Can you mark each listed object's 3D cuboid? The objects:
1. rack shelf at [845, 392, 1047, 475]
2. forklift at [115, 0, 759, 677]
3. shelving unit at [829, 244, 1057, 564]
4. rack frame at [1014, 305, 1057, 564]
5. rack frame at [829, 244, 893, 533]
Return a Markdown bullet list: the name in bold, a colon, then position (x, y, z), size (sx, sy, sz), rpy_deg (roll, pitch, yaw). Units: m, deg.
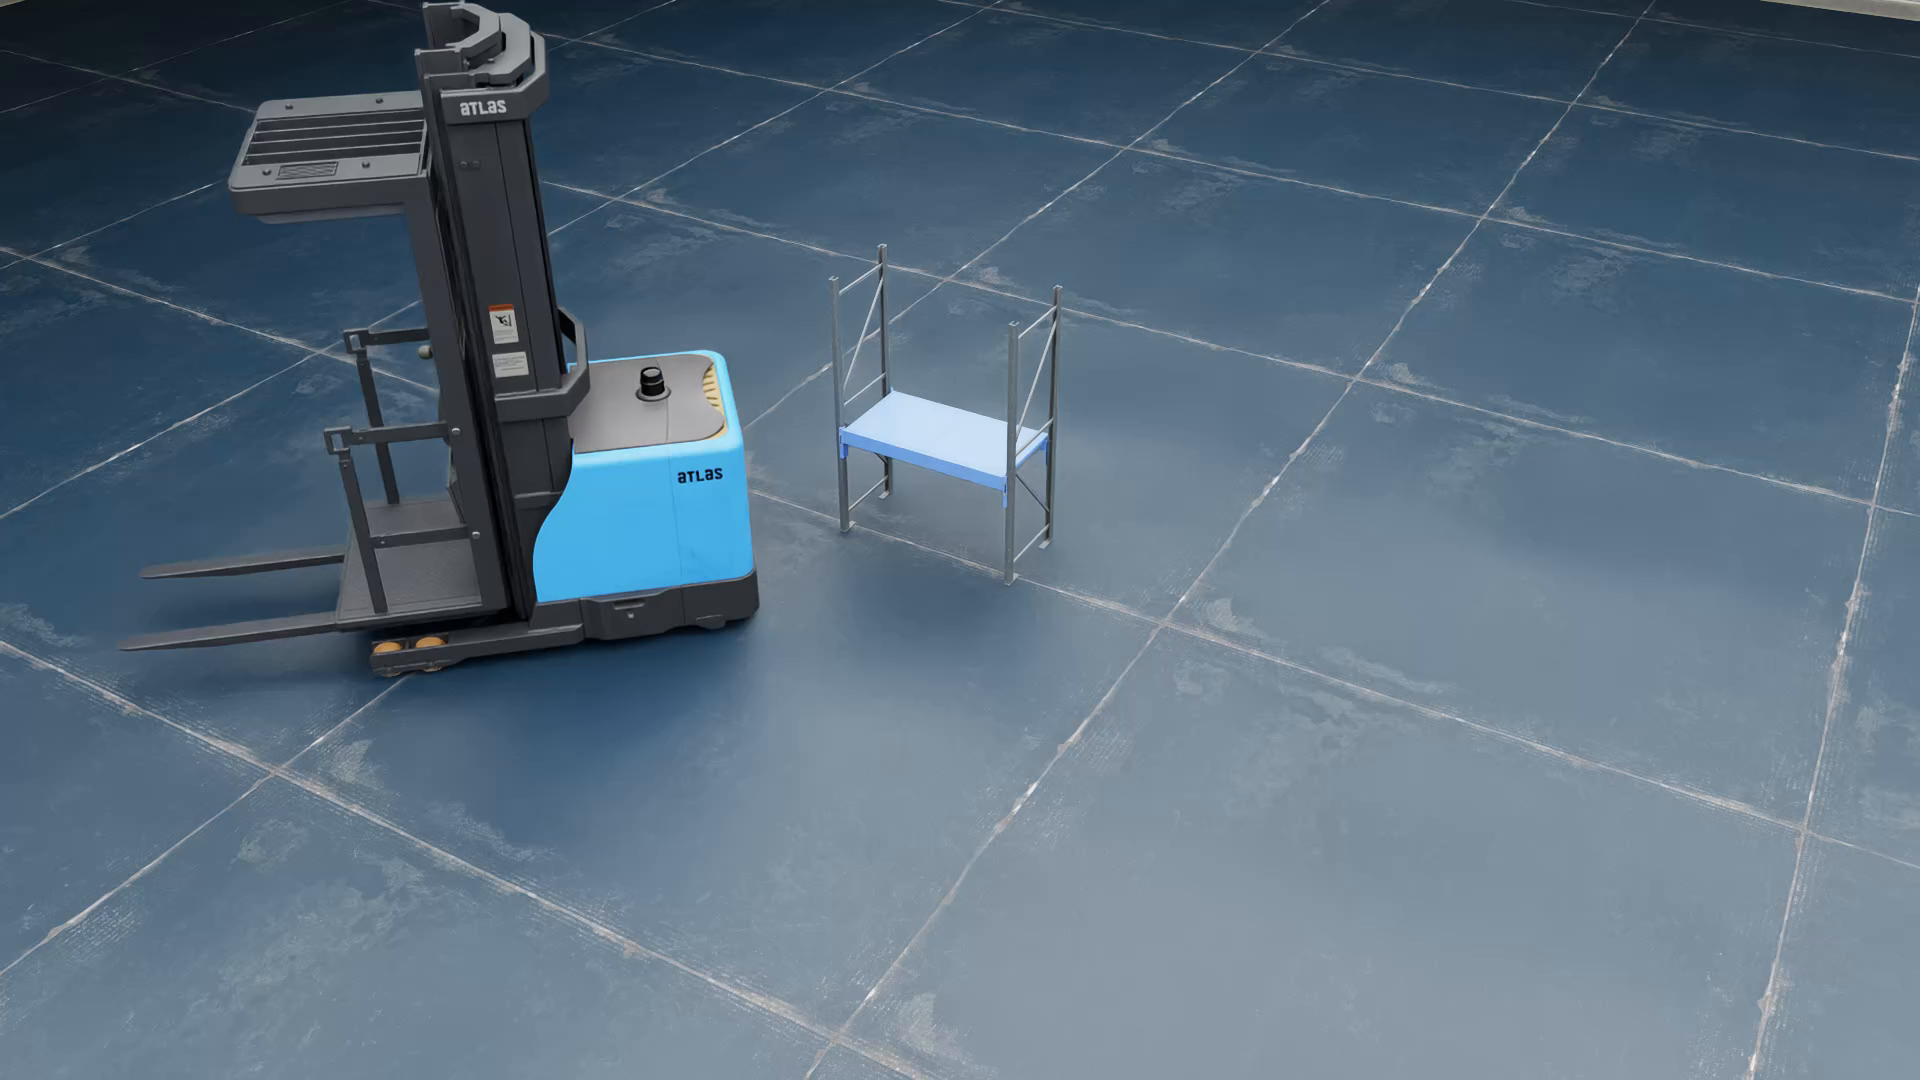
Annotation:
- **rack shelf**: position (-0.074, -0.554, 8.703), size (0.952, 0.026, 0.459), rpy_deg (18, 37, 24)
- **forklift**: position (-2.584, -0.882, 7.701), size (3.031, 2.935, 1.130), rpy_deg (-7, 34, -10)
- **shelving unit**: position (-0.078, -0.649, 8.642), size (1.039, 1.500, 0.500), rpy_deg (18, 37, 24)
- **rack frame**: position (0.366, -0.507, 8.429), size (0.013, 1.308, 0.475), rpy_deg (18, 37, 24)
- **rack frame**: position (-0.515, -0.788, 8.850), size (0.032, 1.500, 0.500), rpy_deg (18, 37, 24)
